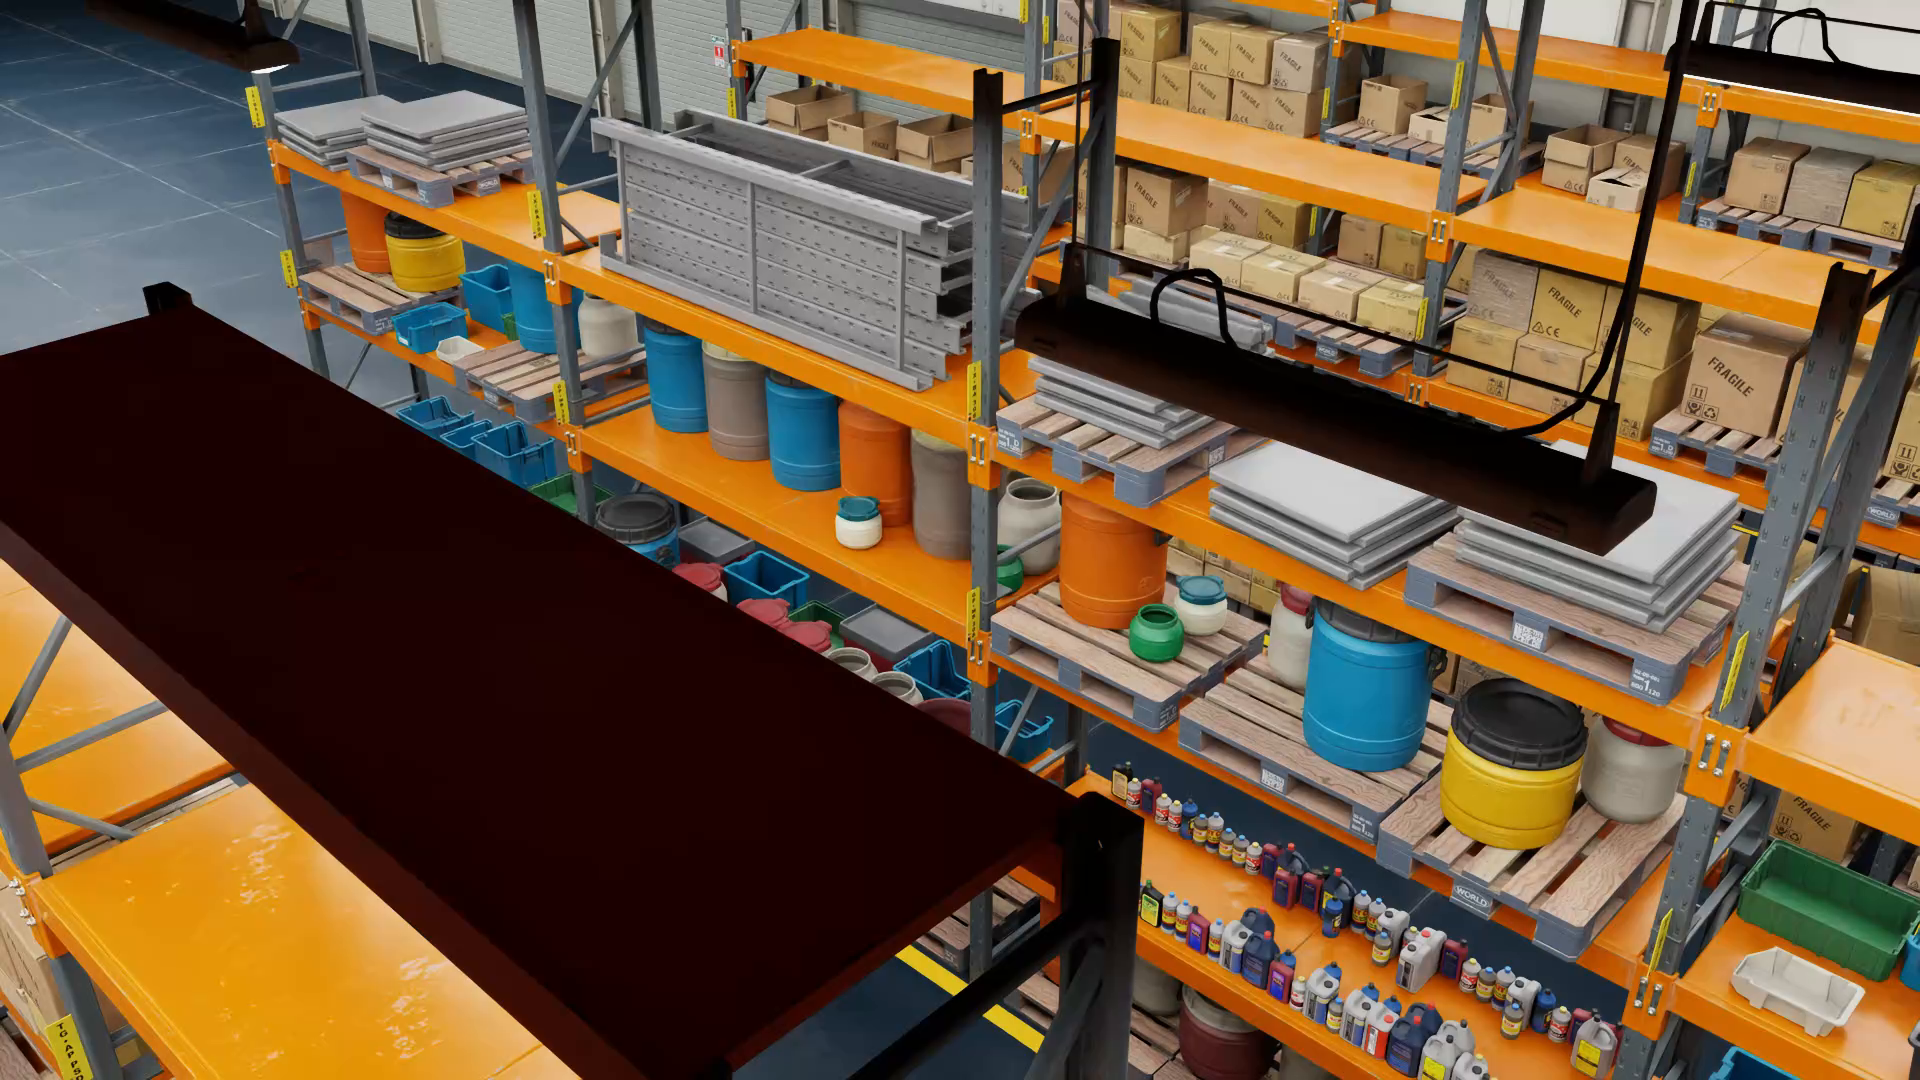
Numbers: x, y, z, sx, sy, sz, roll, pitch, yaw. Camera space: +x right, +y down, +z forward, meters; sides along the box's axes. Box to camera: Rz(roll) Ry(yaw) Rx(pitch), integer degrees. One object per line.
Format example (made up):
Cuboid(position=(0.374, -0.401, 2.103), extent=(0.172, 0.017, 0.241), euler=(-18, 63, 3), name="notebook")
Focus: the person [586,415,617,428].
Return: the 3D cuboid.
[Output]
Cuboid(position=(-3.784, -1.701, 17.567), extent=(0.544, 1.653, 0.484), euler=(-20, 35, -31), name="person")
